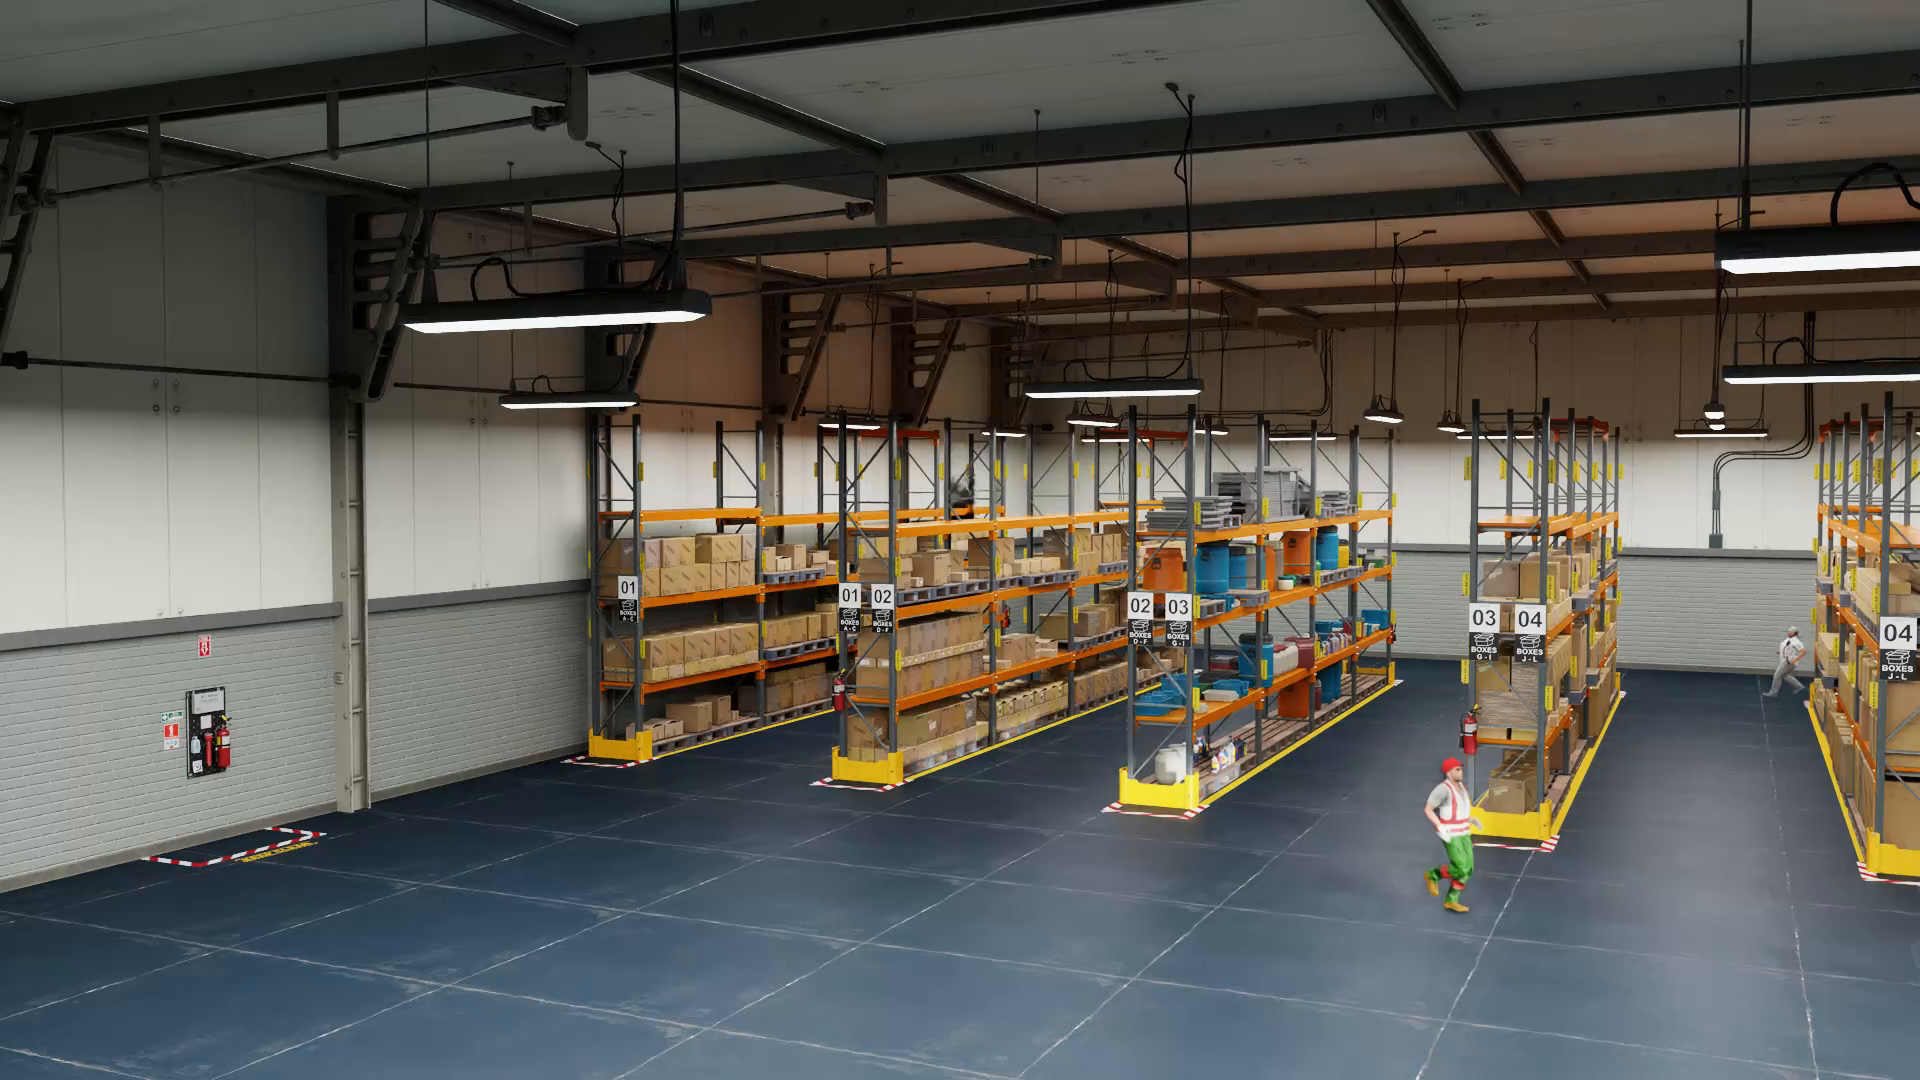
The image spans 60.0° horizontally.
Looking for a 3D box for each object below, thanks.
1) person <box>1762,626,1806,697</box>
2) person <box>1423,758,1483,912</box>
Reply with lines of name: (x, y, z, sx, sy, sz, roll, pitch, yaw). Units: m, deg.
person: (18.186, 2.688, 36.641, 0.870, 1.601, 0.684, 1, 2, 18)
person: (5.620, 3.352, 18.981, 0.647, 1.738, 0.601, -2, 3, -39)
